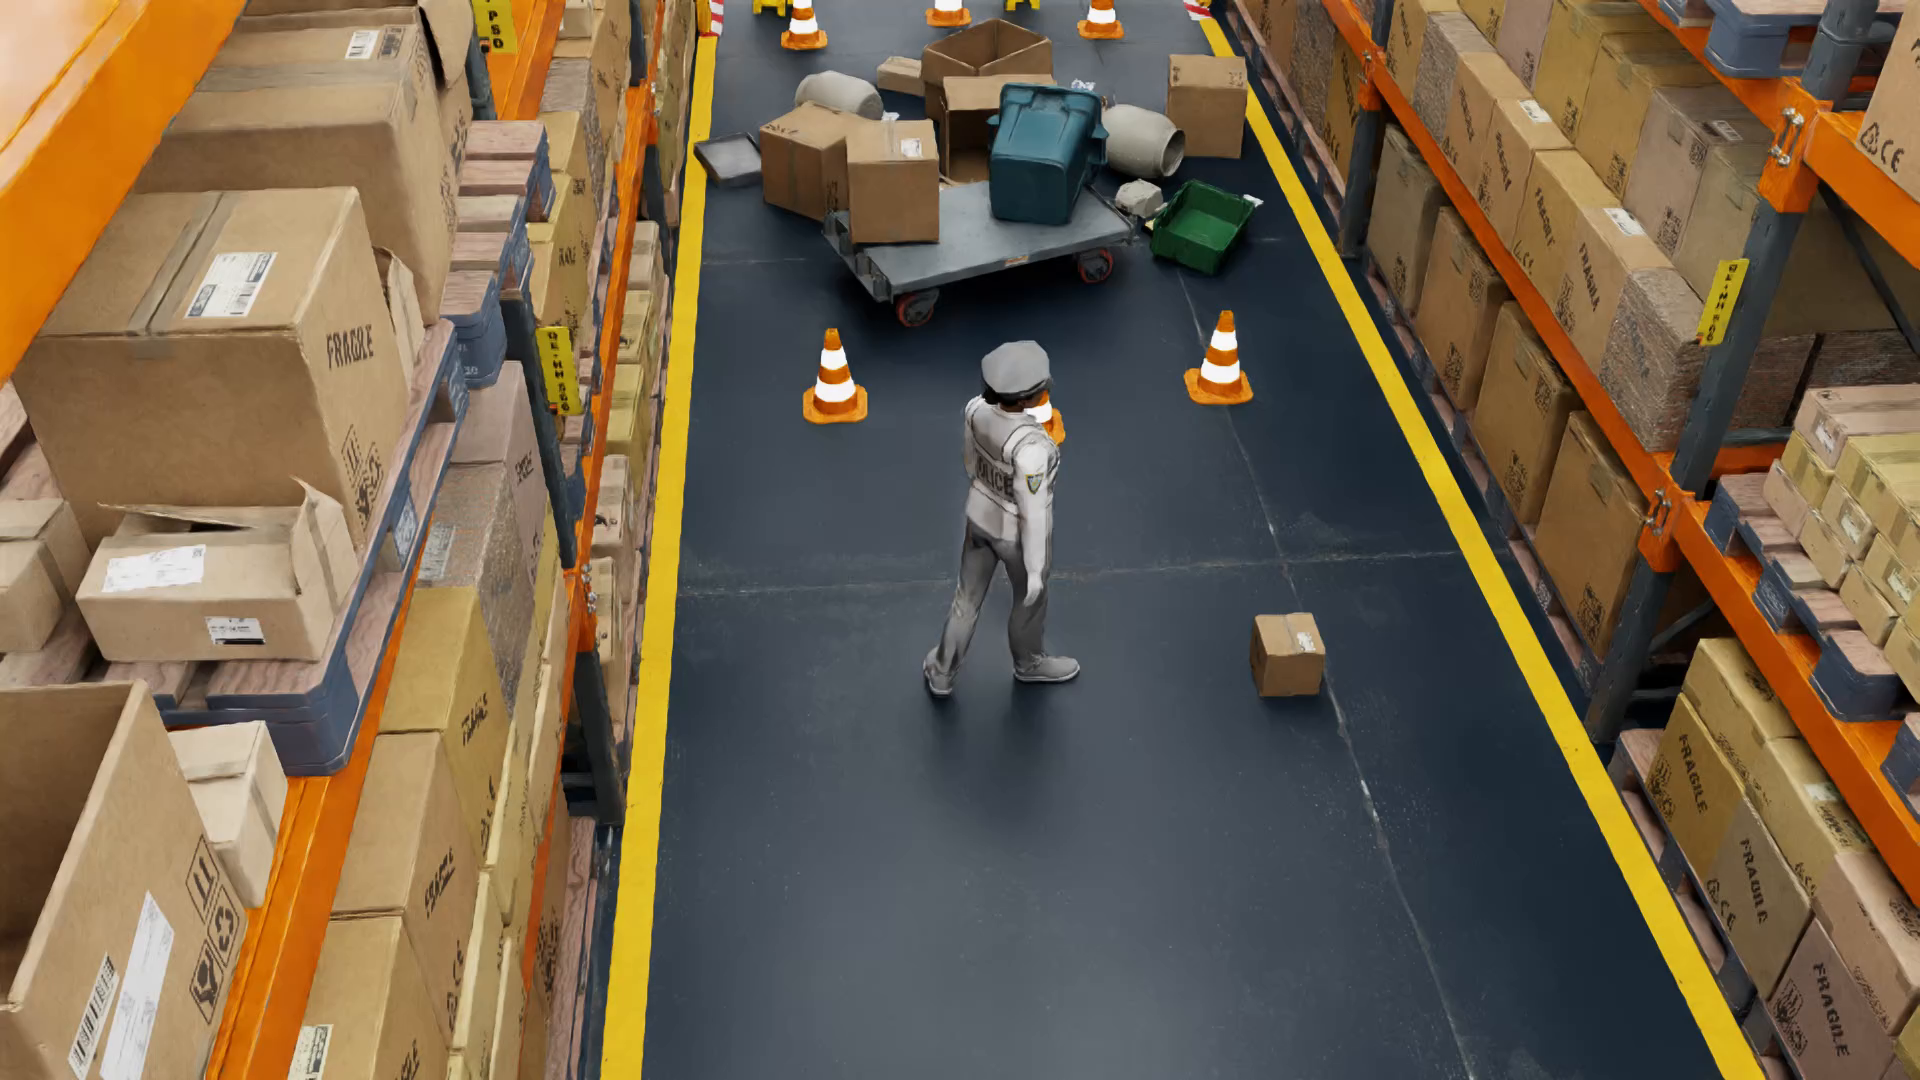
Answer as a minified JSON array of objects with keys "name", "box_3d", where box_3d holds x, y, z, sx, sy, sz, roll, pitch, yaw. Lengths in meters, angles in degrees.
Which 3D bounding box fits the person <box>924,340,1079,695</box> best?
[{"name":"person","box_3d":[0.180,-0.042,6.617,0.614,1.671,0.589,-28,47,-30]}]
